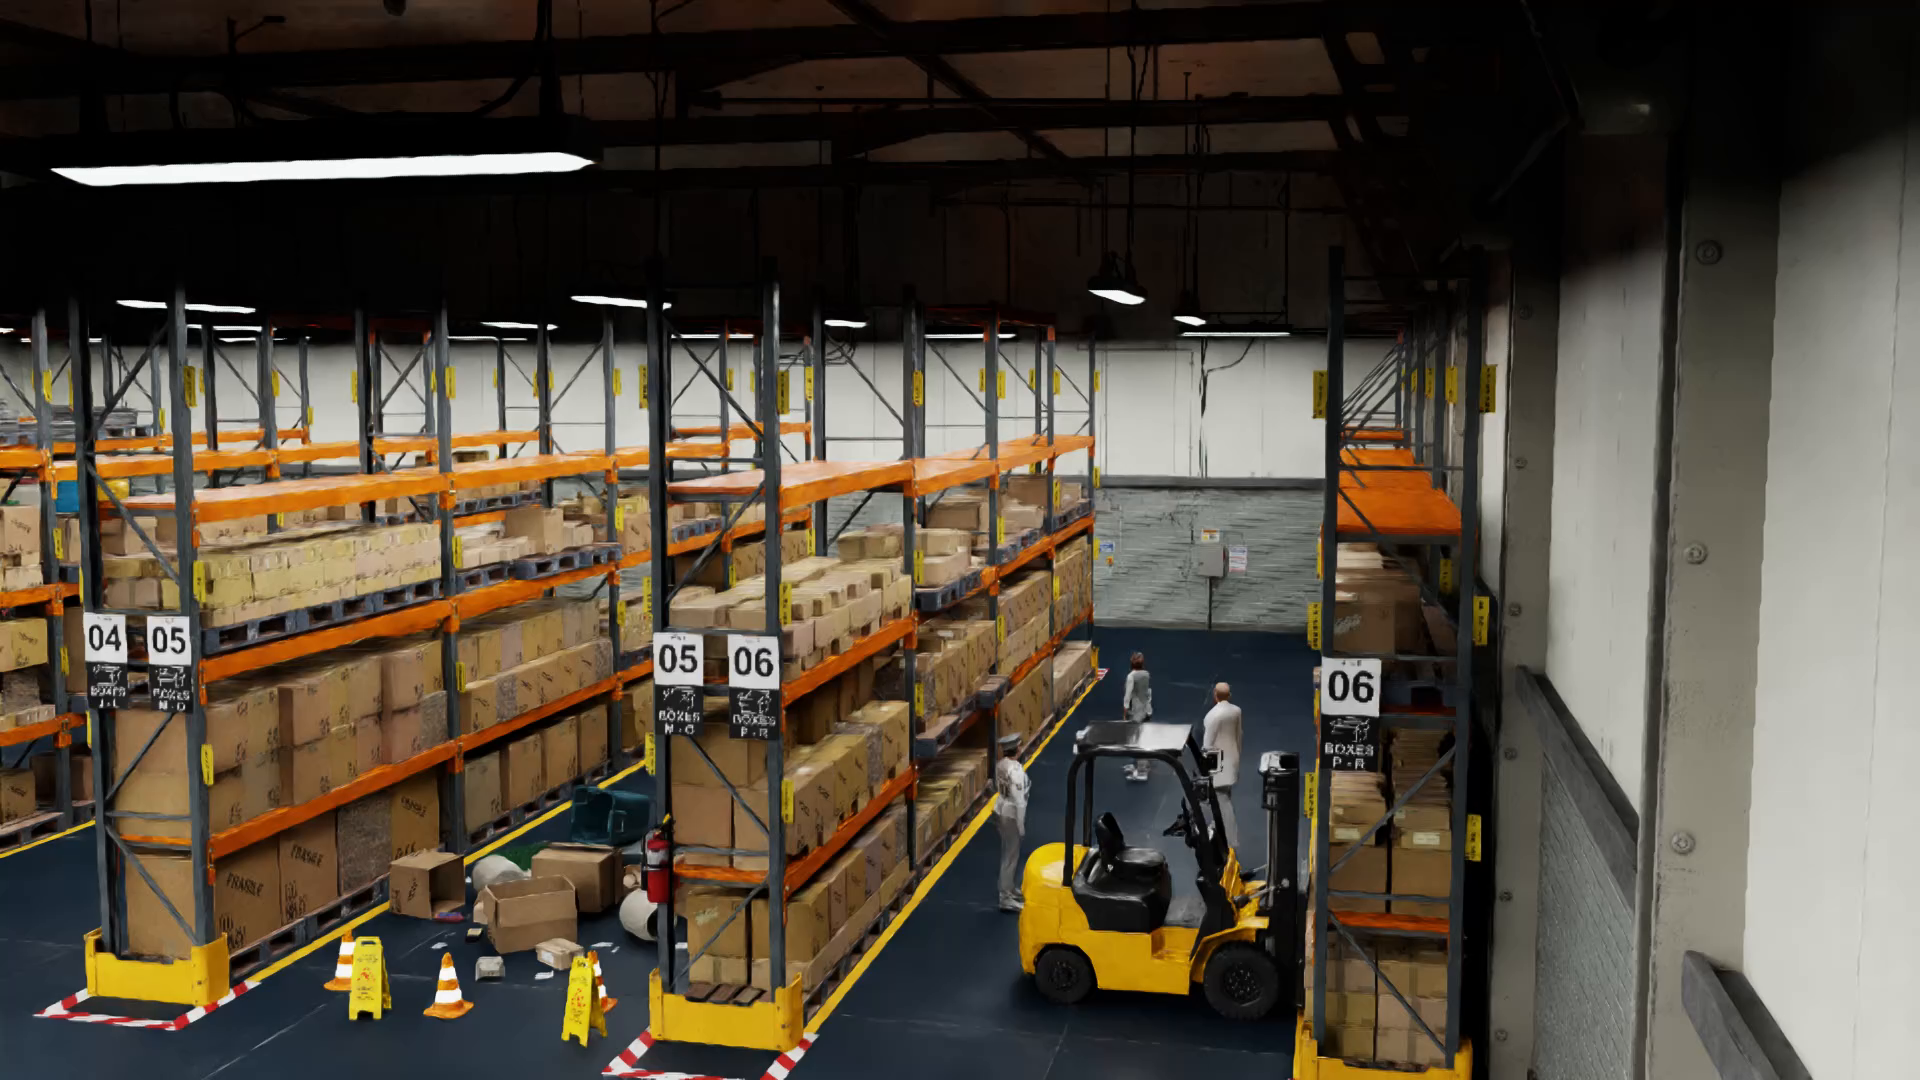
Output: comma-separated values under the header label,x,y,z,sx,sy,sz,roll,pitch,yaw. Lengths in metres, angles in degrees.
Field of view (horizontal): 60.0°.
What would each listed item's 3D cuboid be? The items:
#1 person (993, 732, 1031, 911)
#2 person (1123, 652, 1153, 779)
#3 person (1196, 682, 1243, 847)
label,x,y,z,sx,sy,sz,roll,pitch,yaw
person,0.531,2.697,16.078,0.415,1.677,0.537,-2,6,-18
person,2.256,2.239,21.206,0.527,1.550,0.511,5,8,43
person,2.830,2.425,18.210,0.641,1.772,0.693,4,7,37
